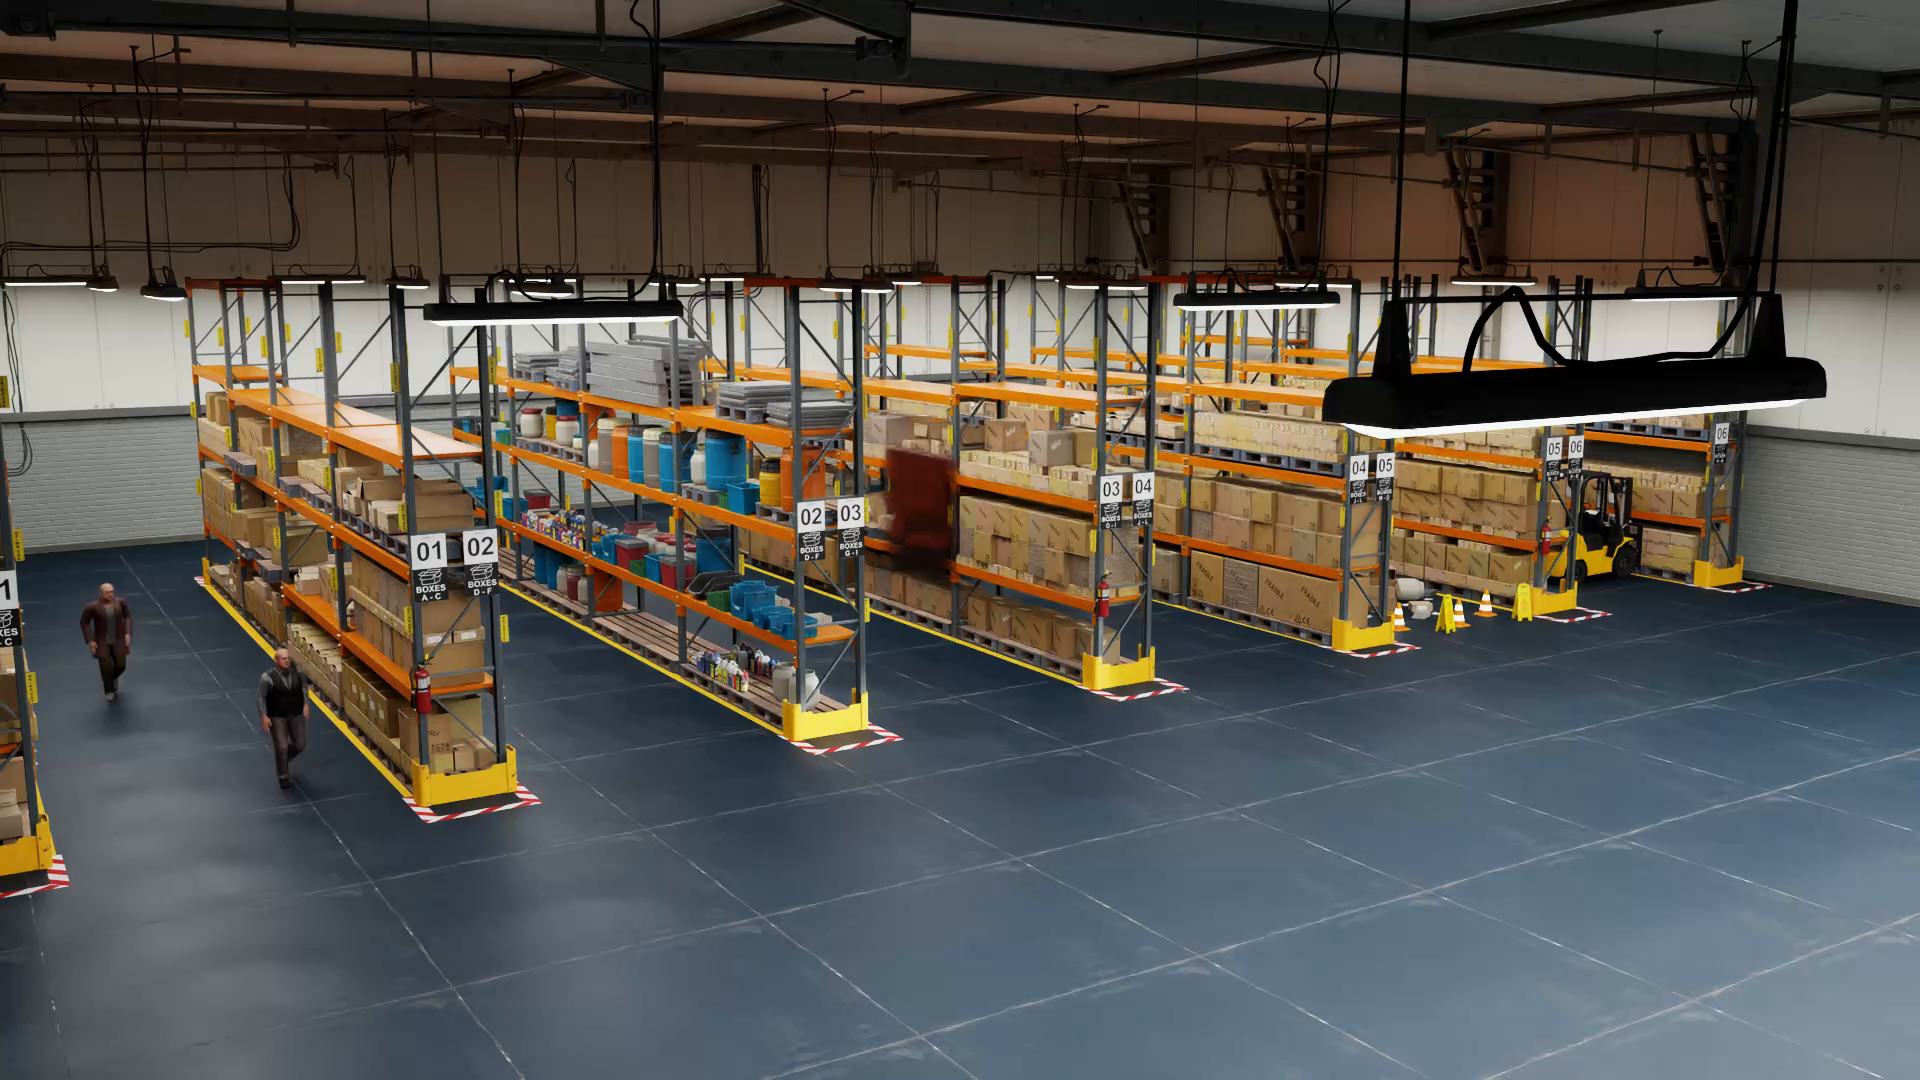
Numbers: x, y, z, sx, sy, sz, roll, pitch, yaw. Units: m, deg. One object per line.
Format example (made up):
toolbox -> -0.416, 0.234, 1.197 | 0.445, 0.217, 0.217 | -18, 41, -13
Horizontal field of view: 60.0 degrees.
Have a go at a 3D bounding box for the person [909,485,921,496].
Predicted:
person -> -1.109, -1.709, 42.786 | 0.824, 1.771, 0.523 | -5, 11, -27

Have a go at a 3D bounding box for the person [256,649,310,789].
person -> -8.254, 2.135, 20.264 | 0.632, 1.705, 0.598 | -9, 13, -44

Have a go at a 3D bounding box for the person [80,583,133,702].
person -> -12.441, 1.453, 24.240 | 0.678, 1.734, 0.662 | -7, 12, -35
